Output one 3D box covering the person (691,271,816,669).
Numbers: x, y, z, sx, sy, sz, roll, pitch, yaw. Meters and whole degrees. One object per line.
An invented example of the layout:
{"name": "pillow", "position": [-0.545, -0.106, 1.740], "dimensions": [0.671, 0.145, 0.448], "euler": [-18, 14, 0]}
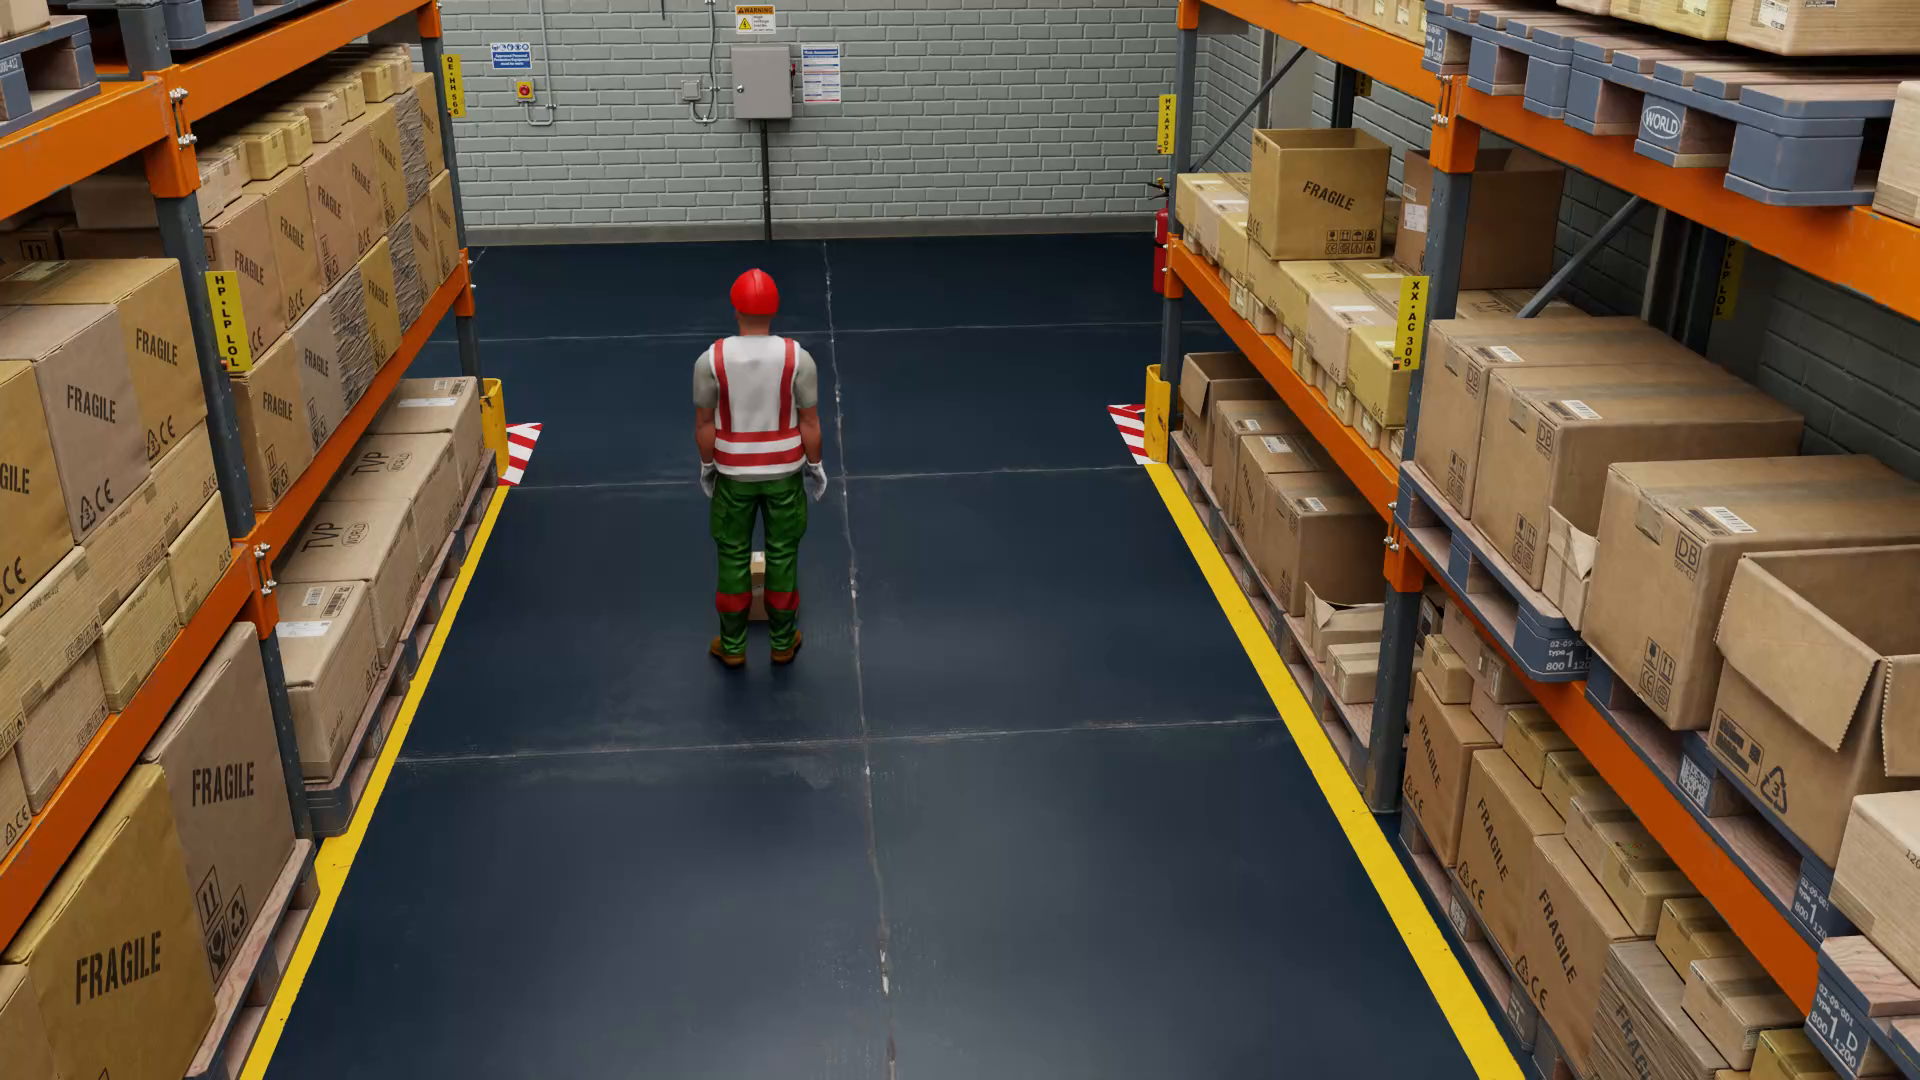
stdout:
{"name": "person", "position": [-0.879, -0.294, 7.244], "dimensions": [0.524, 1.788, 0.337], "euler": [-2, 24, -4]}
